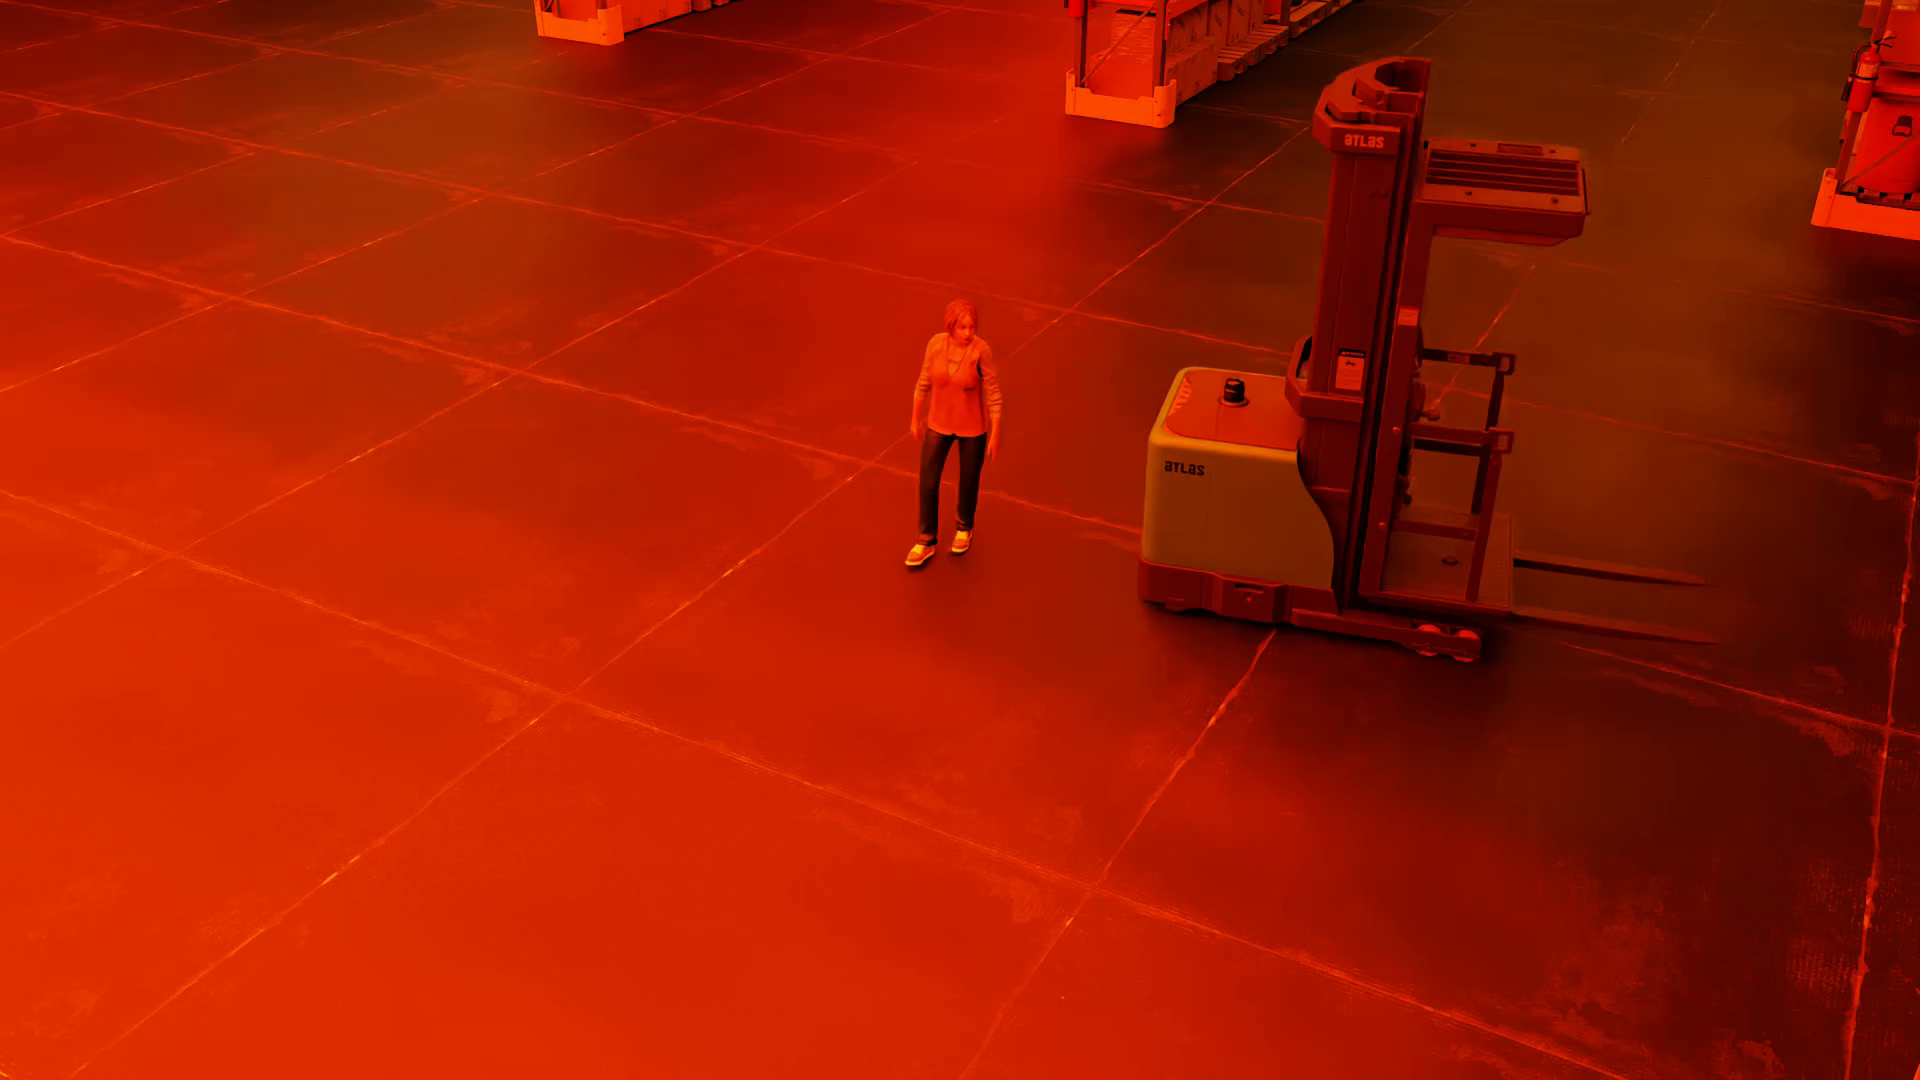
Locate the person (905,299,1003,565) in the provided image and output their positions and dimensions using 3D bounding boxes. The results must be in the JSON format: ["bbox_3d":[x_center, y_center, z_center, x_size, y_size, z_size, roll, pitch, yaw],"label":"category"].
[{"bbox_3d":[-0.027,-0.608,9.482,0.547,1.578,0.519,5,30,8],"label":"person"}]

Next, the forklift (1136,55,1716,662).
[{"bbox_3d":[2.568,-0.915,8.657,3.031,2.935,1.130,8,31,14],"label":"forklift"}]
